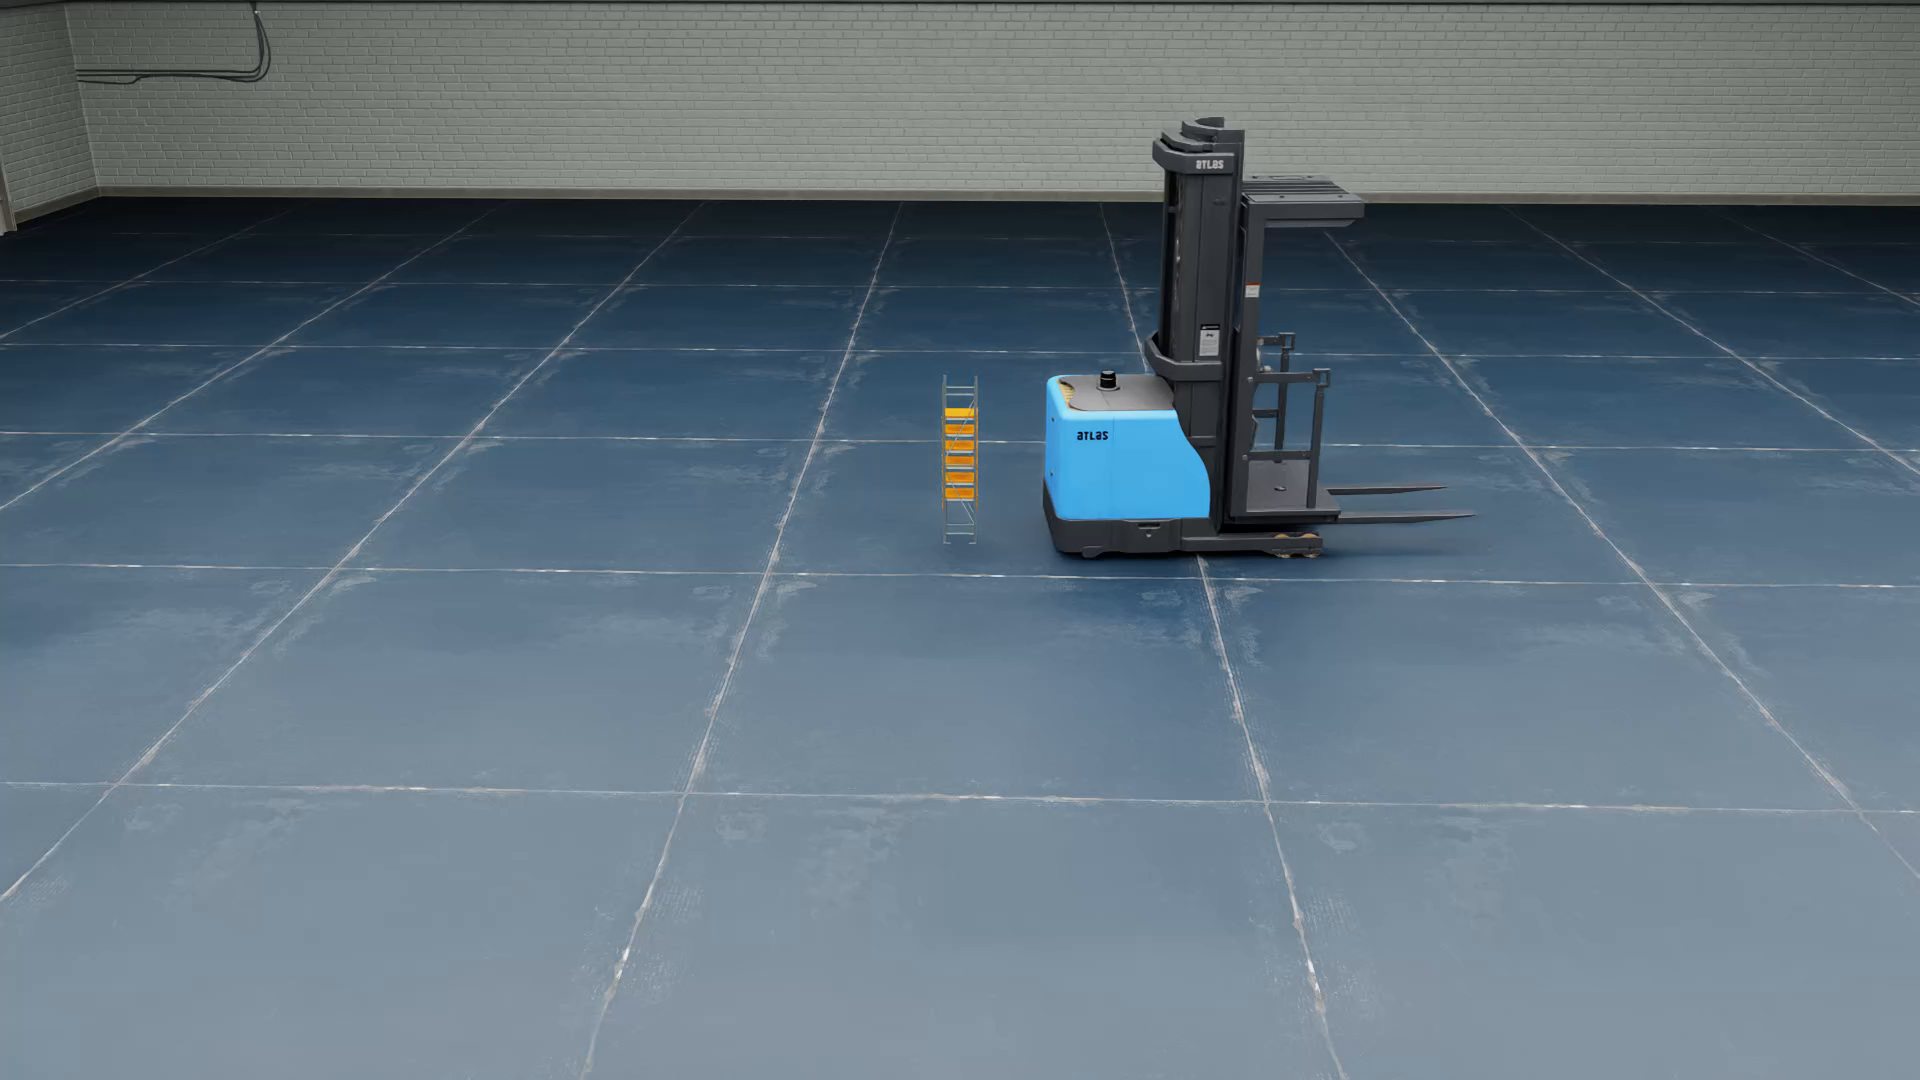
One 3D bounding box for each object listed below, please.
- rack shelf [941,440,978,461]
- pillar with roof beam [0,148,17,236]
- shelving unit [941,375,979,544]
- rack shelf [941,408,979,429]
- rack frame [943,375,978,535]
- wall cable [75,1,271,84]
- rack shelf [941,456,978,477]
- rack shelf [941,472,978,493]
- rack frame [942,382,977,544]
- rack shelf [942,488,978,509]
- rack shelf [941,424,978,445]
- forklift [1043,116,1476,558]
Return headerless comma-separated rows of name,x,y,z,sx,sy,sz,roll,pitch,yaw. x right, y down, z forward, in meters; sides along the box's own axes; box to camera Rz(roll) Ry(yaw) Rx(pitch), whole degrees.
rack shelf,0.000,-0.635,11.798,0.258,0.103,0.180,1,21,2
pillar with roof beam,-8.975,-8.392,21.217,9.100,9.000,0.400,1,21,2
shelving unit,0.000,-0.565,11.825,0.258,1.200,0.189,1,21,2
rack shelf,0.000,-0.859,11.711,0.258,0.103,0.180,1,21,2
rack frame,0.003,-0.598,11.911,0.240,1.200,0.006,1,21,2
wall cable,-11.867,-8.042,24.609,3.097,2.526,0.112,1,21,2
rack shelf,0.000,-0.523,11.841,0.258,0.103,0.180,1,21,2
rack shelf,0.000,-0.411,11.885,0.258,0.103,0.180,1,21,2
rack frame,-0.002,-0.532,11.740,0.240,1.200,0.006,1,21,2
rack shelf,0.000,-0.299,11.928,0.258,0.103,0.180,1,21,2
rack shelf,0.000,-0.747,11.755,0.258,0.103,0.180,1,21,2
forklift,2.157,-1.429,11.661,3.031,2.935,1.130,-1,21,-3
